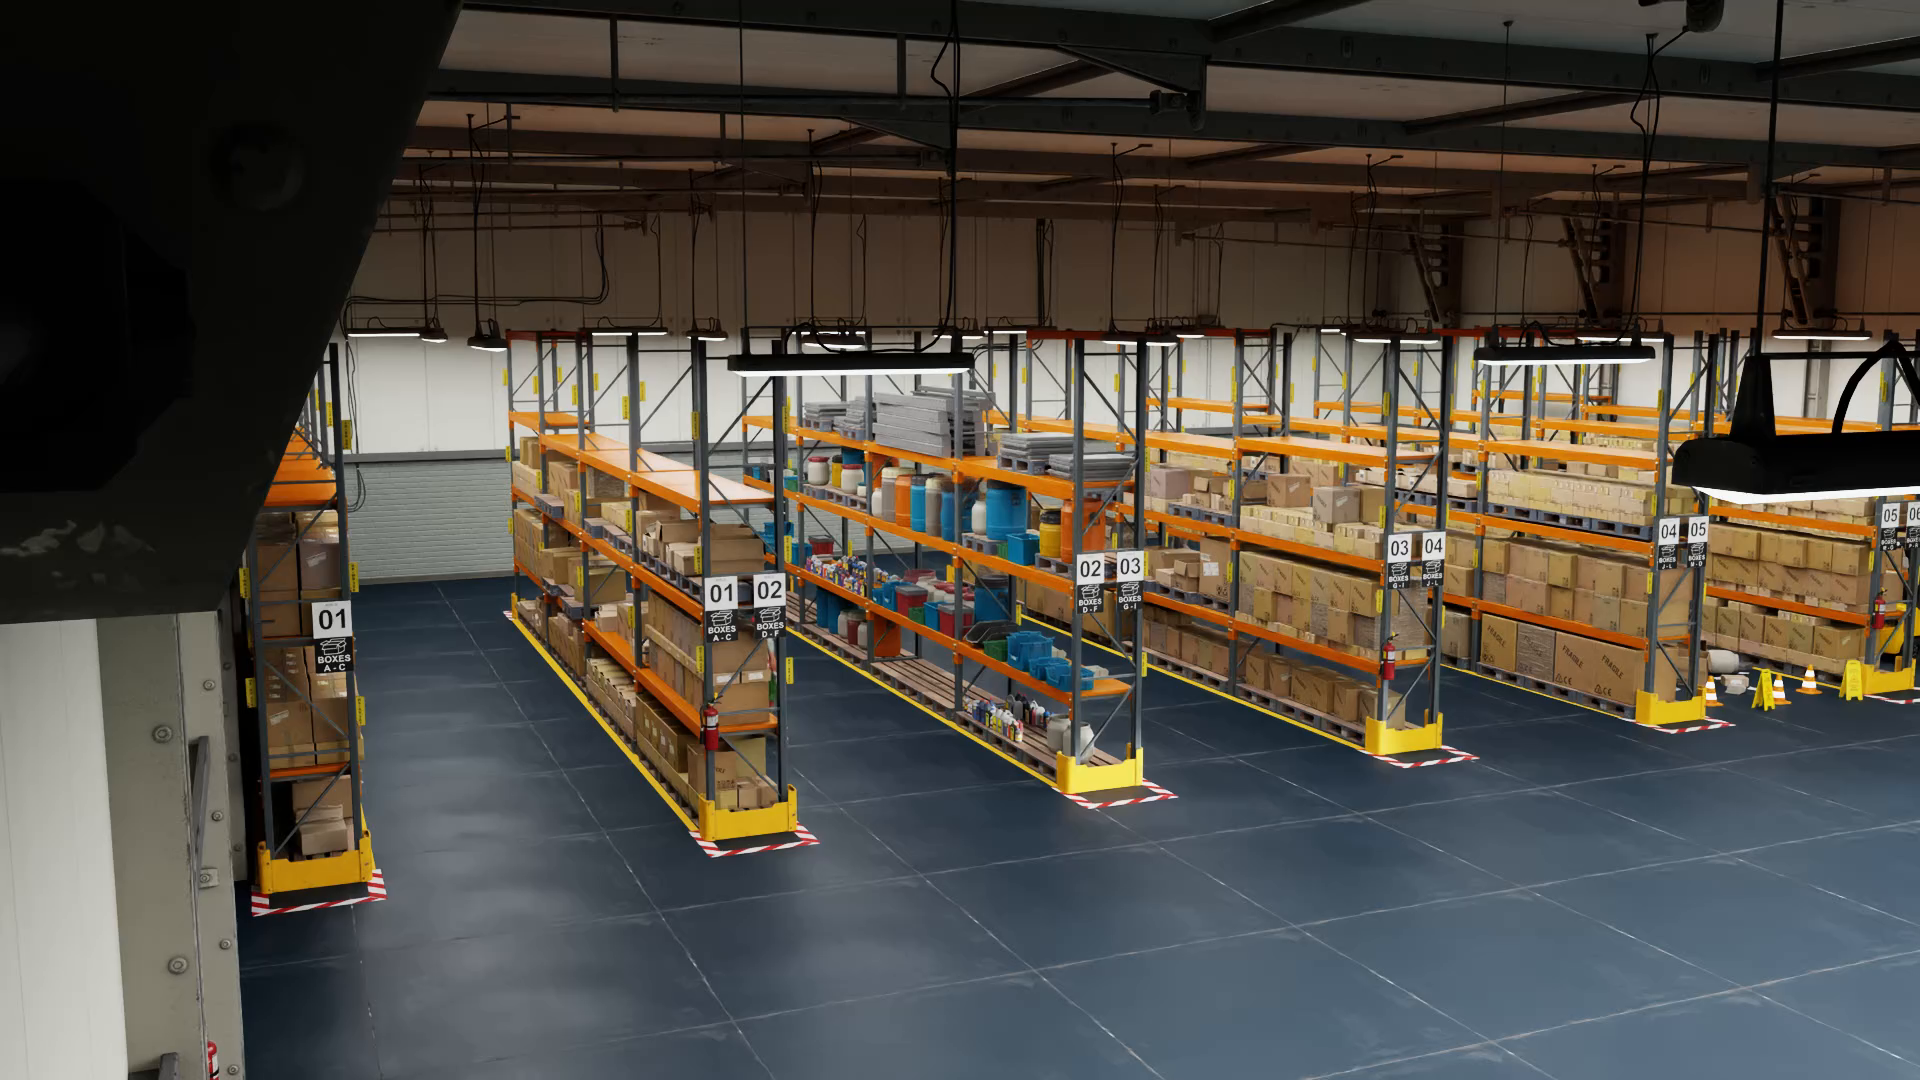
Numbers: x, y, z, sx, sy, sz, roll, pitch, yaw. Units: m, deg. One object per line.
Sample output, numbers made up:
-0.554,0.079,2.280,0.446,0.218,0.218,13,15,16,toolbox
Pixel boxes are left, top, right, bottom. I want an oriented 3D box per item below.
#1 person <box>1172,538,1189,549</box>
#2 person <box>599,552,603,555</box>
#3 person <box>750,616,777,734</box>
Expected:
5.516,-0.184,41.816,0.755,1.745,0.590,2,8,11,person
-7.639,0.642,35.944,0.518,1.583,1.064,-5,9,-32,person
-3.036,2.038,25.127,0.579,1.777,0.503,-2,8,-13,person
